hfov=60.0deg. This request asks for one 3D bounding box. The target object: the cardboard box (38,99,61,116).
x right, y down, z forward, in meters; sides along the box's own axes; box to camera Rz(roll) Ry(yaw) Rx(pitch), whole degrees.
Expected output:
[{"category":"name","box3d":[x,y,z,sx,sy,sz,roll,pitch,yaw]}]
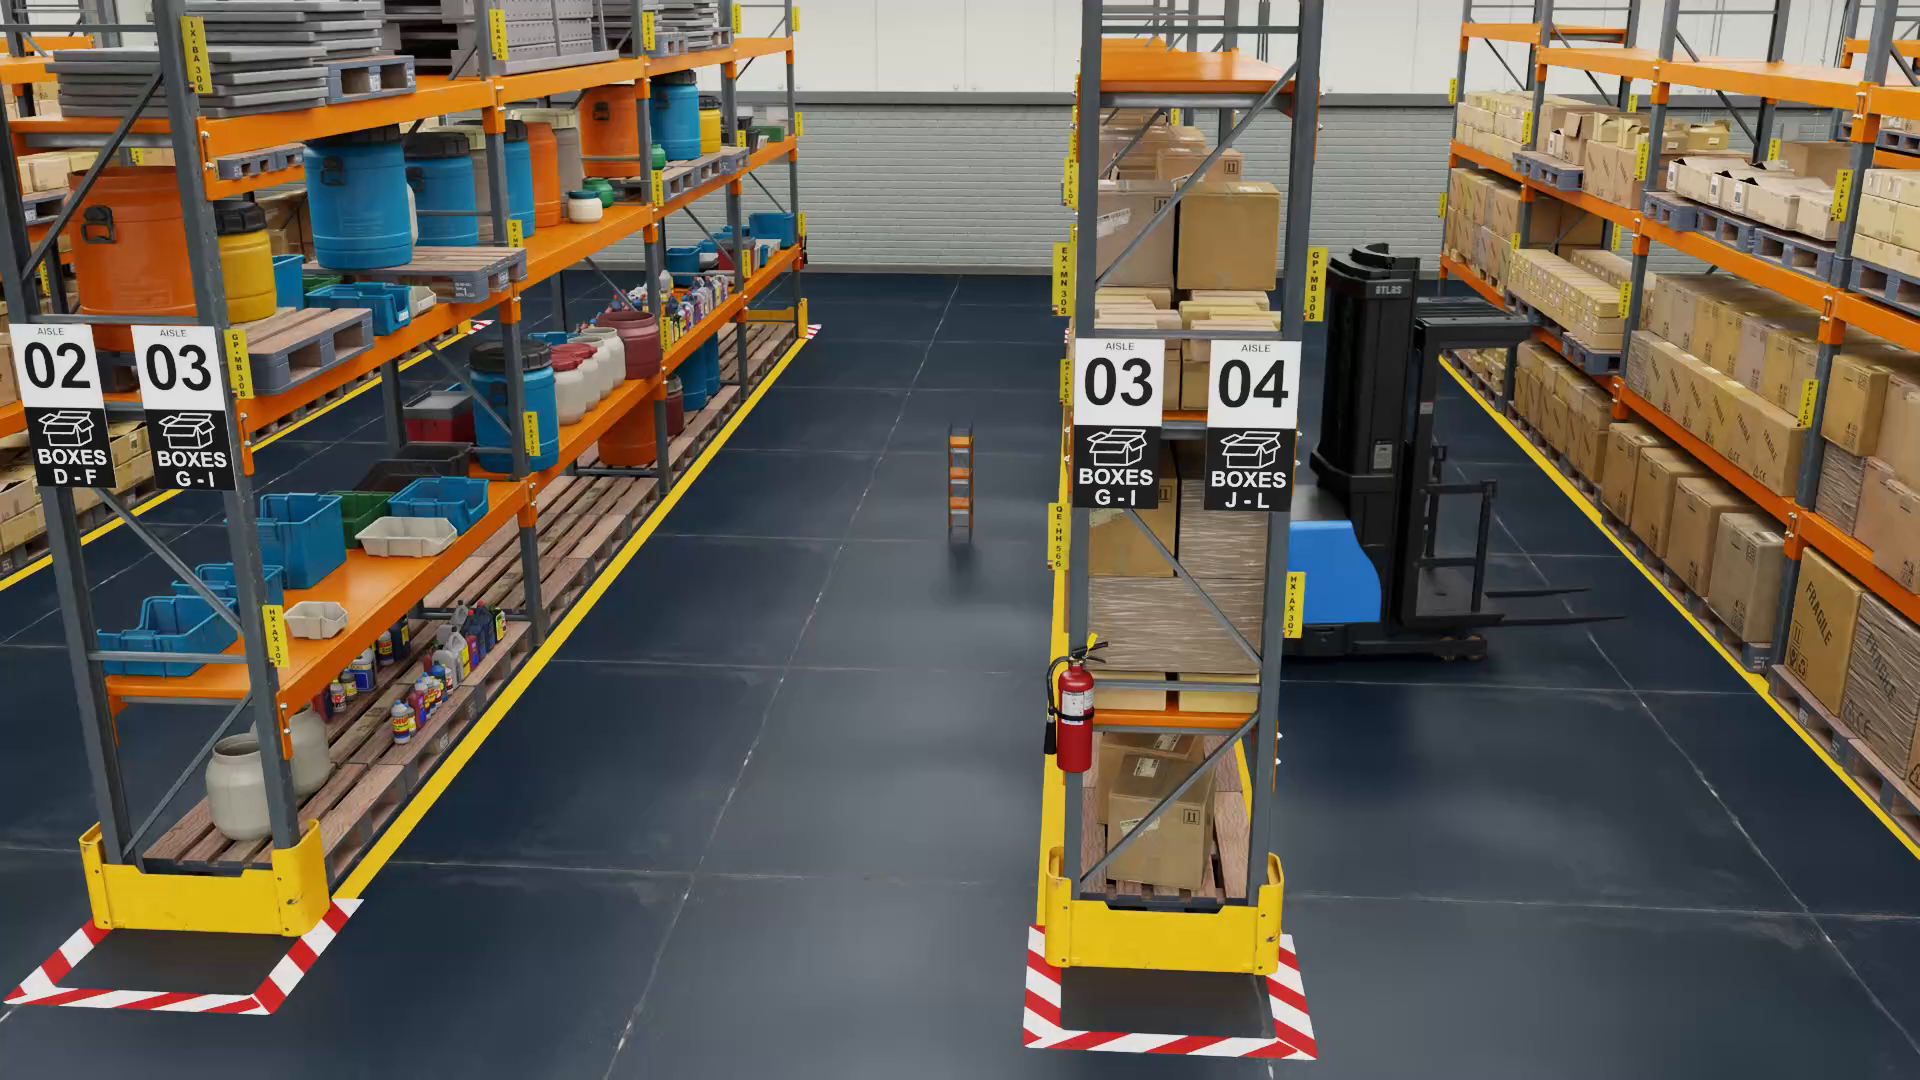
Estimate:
[{"category":"cardboard box","box3d":[-12.483,-5.803,22.405,0.500,0.250,0.500,1,18,2]}]

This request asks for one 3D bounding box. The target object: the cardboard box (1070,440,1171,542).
[{"category":"cardboard box","box3d":[0.838,-0.292,8.752,0.500,0.500,0.500,1,18,4]}]

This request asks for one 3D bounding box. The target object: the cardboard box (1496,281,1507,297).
[{"category":"cardboard box","box3d":[6.512,-2.938,19.475,0.380,0.149,0.250,1,18,2]}]

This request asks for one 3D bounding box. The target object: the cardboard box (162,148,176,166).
[{"category":"cardboard box","box3d":[-8.258,-3.771,16.635,0.910,0.500,0.500,1,18,4]}]

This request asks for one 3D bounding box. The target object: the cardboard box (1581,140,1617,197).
[{"category":"cardboard box","box3d":[6.379,-3.605,16.131,0.500,0.500,0.500,1,18,4]}]

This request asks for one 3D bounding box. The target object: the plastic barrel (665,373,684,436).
[{"category":"plastic barrel","box3d":[-3.252,-1.448,17.723,0.600,0.588,0.708,1,18,4]}]

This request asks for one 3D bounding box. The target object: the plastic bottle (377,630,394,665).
[{"category":"plastic bottle","box3d":[-4.000,0.728,11.560,0.097,0.271,0.097,0,18,0]}]

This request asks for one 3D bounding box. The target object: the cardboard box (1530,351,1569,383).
[{"category":"cardboard box","box3d":[6.463,-1.860,17.918,0.500,0.250,0.500,2,18,5]}]

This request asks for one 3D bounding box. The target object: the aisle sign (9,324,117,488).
[{"category":"aisle sign","box3d":[-4.226,-0.626,7.842,0.394,0.787,0.004,1,18,4]}]

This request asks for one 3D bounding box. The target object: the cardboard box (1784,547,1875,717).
[{"category":"cardboard box","box3d":[6.127,0.608,10.989,0.875,0.875,0.875,2,18,5]}]

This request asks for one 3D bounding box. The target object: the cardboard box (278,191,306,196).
[{"category":"cardboard box","box3d":[-8.193,-4.090,20.821,0.500,0.500,0.500,1,18,3]}]

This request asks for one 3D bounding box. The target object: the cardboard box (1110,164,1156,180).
[{"category":"cardboard box","box3d":[1.434,-2.356,11.639,0.797,0.503,0.637,0,18,1]}]

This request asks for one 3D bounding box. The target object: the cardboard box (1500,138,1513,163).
[{"category":"cardboard box","box3d":[6.629,-4.548,19.410,0.500,0.250,0.500,1,18,4]}]

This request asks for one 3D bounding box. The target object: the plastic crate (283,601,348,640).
[{"category":"plastic crate","box3d":[-3.540,0.448,9.162,0.298,0.136,0.250,1,18,4]}]

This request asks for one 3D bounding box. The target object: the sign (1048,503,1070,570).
[{"category":"sign","box3d":[0.463,-0.015,7.785,0.100,0.325,0.005,1,18,4]}]

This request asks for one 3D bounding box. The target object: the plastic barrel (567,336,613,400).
[{"category":"plastic barrel","box3d":[-3.242,-1.489,14.471,0.421,0.512,0.421,0,18,0]}]

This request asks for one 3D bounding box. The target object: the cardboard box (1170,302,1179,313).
[{"category":"cardboard box","box3d":[1.378,-1.108,8.911,0.500,0.250,0.500,1,18,4]}]

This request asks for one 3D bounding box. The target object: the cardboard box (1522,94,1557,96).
[{"category":"cardboard box","box3d":[7.328,-5.556,21.042,0.380,0.149,0.250,2,18,5]}]

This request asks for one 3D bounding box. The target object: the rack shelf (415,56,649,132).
[{"category":"rack shelf","box3d":[-3.495,-3.589,13.222,1.077,0.370,4.000,1,18,4]}]

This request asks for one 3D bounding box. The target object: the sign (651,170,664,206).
[{"category":"sign","box3d":[-2.802,-3.257,15.396,0.100,0.325,0.005,1,18,4]}]

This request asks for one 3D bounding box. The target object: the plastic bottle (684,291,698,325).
[{"category":"plastic bottle","box3d":[-2.883,-2.475,17.739,0.144,0.351,0.185,1,18,4]}]

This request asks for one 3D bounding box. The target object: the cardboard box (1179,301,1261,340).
[{"category":"cardboard box","box3d":[1.276,-1.080,8.184,0.380,0.149,0.250,1,18,3]}]

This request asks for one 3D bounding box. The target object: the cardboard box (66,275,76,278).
[{"category":"cardboard box","box3d":[-12.437,-3.653,23.554,0.380,0.149,0.250,1,18,3]}]

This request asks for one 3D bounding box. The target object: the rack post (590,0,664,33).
[{"category":"rack post","box3d":[-3.340,-4.932,15.645,0.954,0.300,0.937,1,18,4]}]

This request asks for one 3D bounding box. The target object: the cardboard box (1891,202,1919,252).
[{"category":"cardboard box","box3d":[5.893,-1.836,9.821,0.500,0.250,0.500,1,18,3]}]

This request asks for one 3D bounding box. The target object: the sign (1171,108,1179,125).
[{"category":"sign","box3d":[2.417,-4.835,18.707,0.100,0.325,0.005,1,18,4]}]

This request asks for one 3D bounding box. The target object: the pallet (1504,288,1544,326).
[{"category":"pallet","box3d":[6.616,-2.556,18.213,1.003,0.211,1.213,1,18,4]}]

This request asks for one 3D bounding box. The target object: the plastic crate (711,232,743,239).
[{"category":"plastic crate","box3d":[-3.171,-4.051,22.641,0.416,0.233,0.300,1,18,4]}]

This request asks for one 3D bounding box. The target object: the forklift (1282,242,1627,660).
[{"category":"forklift","box3d":[3.466,-0.674,12.273,3.031,2.935,1.130,-1,18,-5]}]

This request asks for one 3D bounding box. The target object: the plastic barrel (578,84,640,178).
[{"category":"plastic barrel","box3d":[-3.308,-3.897,15.816,0.600,0.830,0.708,1,18,4]}]

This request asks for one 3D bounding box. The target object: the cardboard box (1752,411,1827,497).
[{"category":"cardboard box","box3d":[6.013,-0.612,11.812,0.500,0.500,0.500,1,18,4]}]

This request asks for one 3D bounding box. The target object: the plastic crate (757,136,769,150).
[{"category":"plastic crate","box3d":[-2.679,-5.029,21.059,0.437,0.136,0.530,1,18,4]}]

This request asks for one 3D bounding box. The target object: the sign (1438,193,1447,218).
[{"category":"sign","box3d":[6.561,-4.547,22.591,0.100,0.325,0.005,1,18,4]}]

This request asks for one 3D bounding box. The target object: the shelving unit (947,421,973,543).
[{"category":"shelving unit","box3d":[0.004,-0.516,14.810,0.215,1.050,0.252,1,18,4]}]

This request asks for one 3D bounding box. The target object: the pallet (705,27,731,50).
[{"category":"pallet","box3d":[-3.093,-5.447,18.040,1.003,0.211,1.213,1,18,4]}]

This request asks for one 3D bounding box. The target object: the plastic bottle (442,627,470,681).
[{"category":"plastic bottle","box3d":[-3.434,0.767,11.312,0.144,0.351,0.185,1,18,4]}]

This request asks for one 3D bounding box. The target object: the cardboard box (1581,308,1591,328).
[{"category":"cardboard box","box3d":[6.127,-2.107,15.786,0.380,0.149,0.250,2,18,6]}]

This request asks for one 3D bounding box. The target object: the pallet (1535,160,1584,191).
[{"category":"pallet","box3d":[6.594,-3.706,16.899,1.213,0.211,1.003,1,18,4]}]

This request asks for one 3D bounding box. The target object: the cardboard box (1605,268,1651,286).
[{"category":"cardboard box","box3d":[6.887,-2.710,17.150,0.380,0.149,0.250,0,18,1]}]

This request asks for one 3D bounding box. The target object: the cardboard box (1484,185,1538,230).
[{"category":"cardboard box","box3d":[6.662,-4.016,20.119,0.500,0.500,0.500,2,18,5]}]

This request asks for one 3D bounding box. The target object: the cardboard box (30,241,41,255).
[{"category":"cardboard box","box3d":[-12.791,-4.118,22.192,0.980,0.700,0.700,0,18,1]}]

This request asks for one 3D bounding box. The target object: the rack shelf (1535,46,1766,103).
[{"category":"rack shelf","box3d":[6.672,-4.579,16.242,1.077,0.370,4.000,1,18,4]}]

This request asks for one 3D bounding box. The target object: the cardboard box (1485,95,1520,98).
[{"category":"cardboard box","box3d":[6.792,-5.490,20.840,0.380,0.149,0.250,2,18,5]}]

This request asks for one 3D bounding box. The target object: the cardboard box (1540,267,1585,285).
[{"category":"cardboard box","box3d":[6.237,-2.730,17.211,0.380,0.149,0.250,2,18,6]}]

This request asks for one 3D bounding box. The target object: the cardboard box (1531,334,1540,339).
[{"category":"cardboard box","box3d":[7.190,-2.433,20.481,0.380,0.149,0.250,2,18,5]}]

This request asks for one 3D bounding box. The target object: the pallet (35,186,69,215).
[{"category":"pallet","box3d":[-8.251,-3.126,15.132,1.213,0.211,1.003,2,18,6]}]

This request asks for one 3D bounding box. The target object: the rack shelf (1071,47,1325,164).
[{"category":"rack shelf","box3d":[1.159,-2.425,9.031,1.077,0.370,4.000,1,18,4]}]

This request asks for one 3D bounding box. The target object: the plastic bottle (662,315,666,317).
[{"category":"plastic bottle","box3d":[-2.990,-2.138,16.836,0.097,0.271,0.097,0,18,0]}]

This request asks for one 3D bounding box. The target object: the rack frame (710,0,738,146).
[{"category":"rack frame","box3d":[-3.065,-5.984,18.735,1.000,3.000,0.127,1,18,4]}]

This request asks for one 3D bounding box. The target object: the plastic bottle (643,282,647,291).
[{"category":"plastic bottle","box3d":[-3.540,-2.788,18.821,0.097,0.271,0.097,0,18,0]}]

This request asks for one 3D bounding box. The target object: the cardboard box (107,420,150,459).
[{"category":"cardboard box","box3d":[-8.084,-0.994,15.981,0.500,0.311,0.500,2,18,5]}]

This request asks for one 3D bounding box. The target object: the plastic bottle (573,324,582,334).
[{"category":"plastic bottle","box3d":[-3.748,-1.971,16.308,0.061,0.283,0.133,1,18,4]}]

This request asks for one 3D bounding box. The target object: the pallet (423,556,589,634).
[{"category":"pallet","box3d":[-3.621,0.431,13.267,1.003,0.211,1.213,1,18,4]}]

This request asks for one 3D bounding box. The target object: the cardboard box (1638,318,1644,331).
[{"category":"cardboard box","box3d":[6.818,-2.104,16.256,0.380,0.149,0.250,2,18,6]}]

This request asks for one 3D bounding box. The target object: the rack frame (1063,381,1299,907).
[{"category":"rack frame","box3d":[1.015,0.704,7.957,1.000,3.000,0.127,1,18,4]}]

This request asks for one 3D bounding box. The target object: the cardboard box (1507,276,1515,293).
[{"category":"cardboard box","box3d":[6.328,-2.849,18.529,0.380,0.149,0.250,0,18,1]}]
